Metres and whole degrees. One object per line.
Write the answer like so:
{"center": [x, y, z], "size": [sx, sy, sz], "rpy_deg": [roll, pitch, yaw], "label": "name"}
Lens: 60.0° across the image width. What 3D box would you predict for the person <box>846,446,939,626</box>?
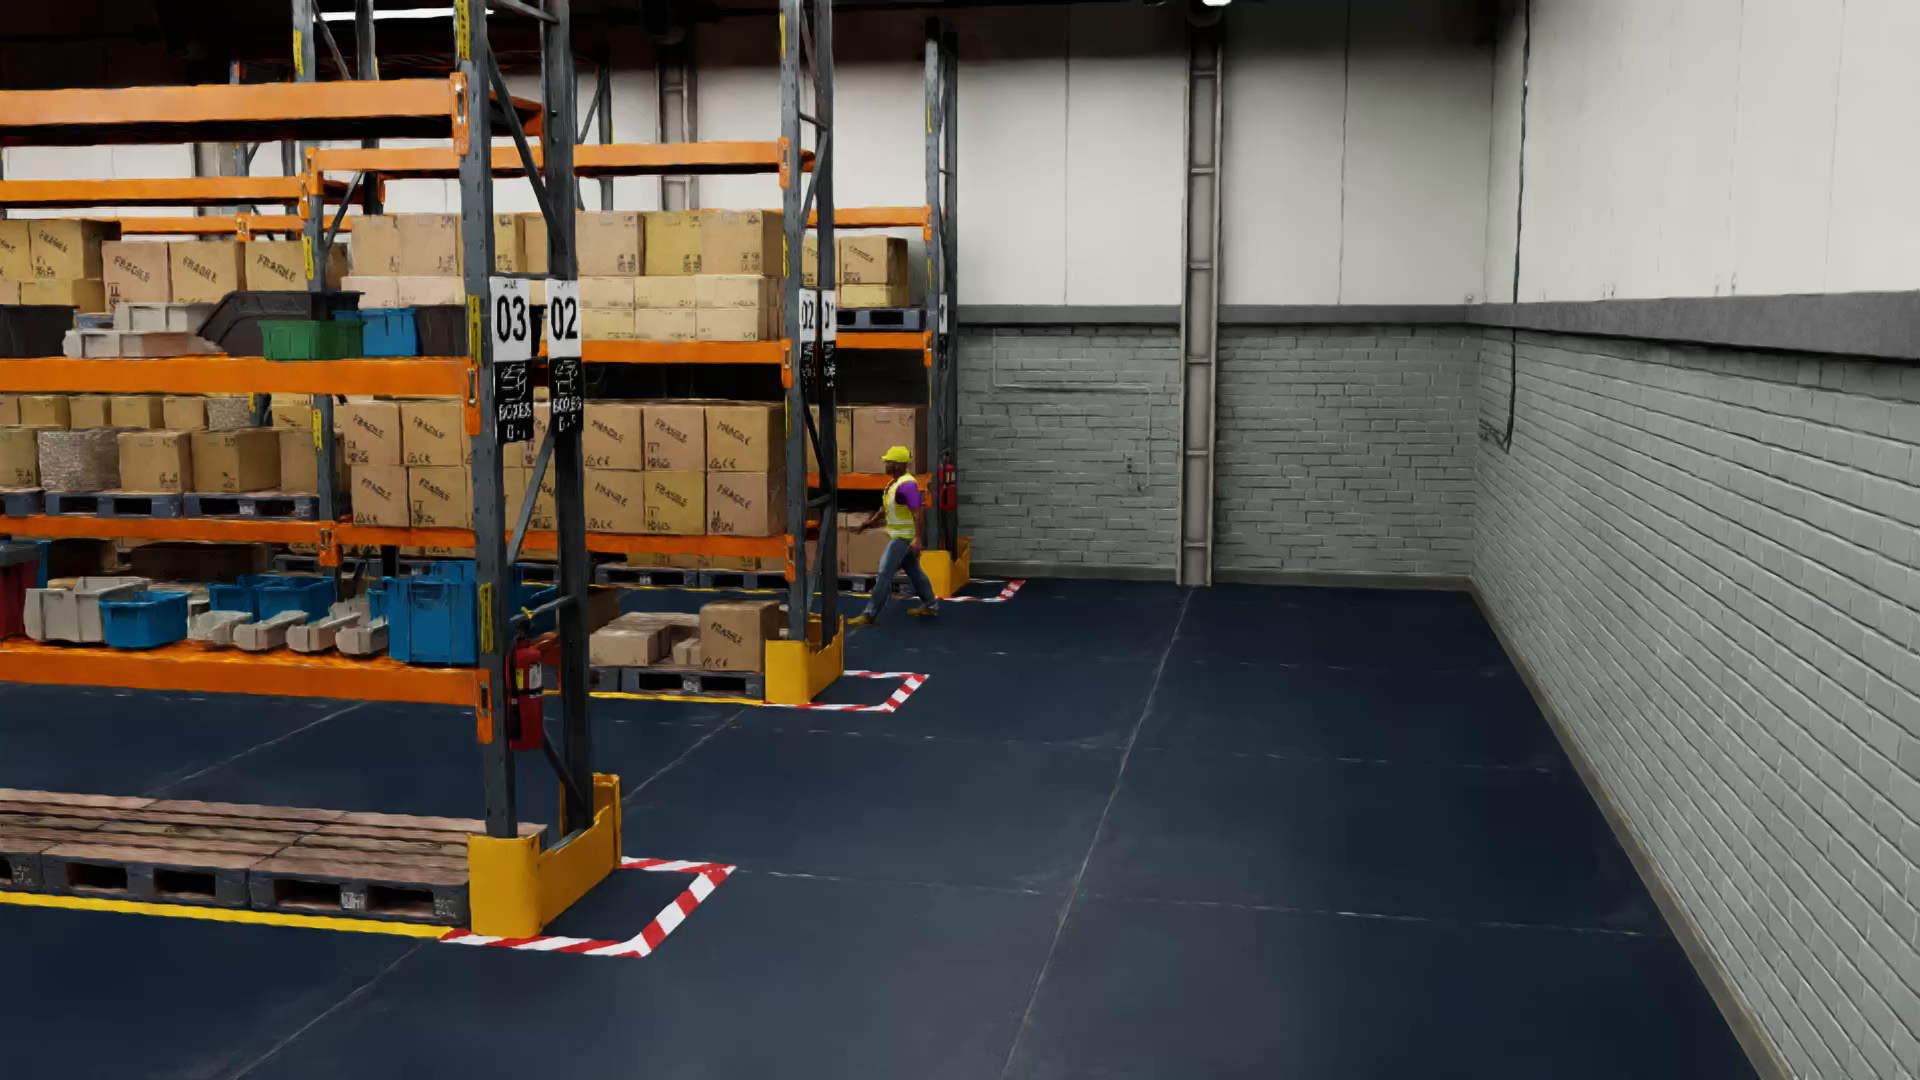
{"center": [-0.644, -0.051, 16.113], "size": [0.965, 1.725, 0.774], "rpy_deg": [-2, 8, -13], "label": "person"}
